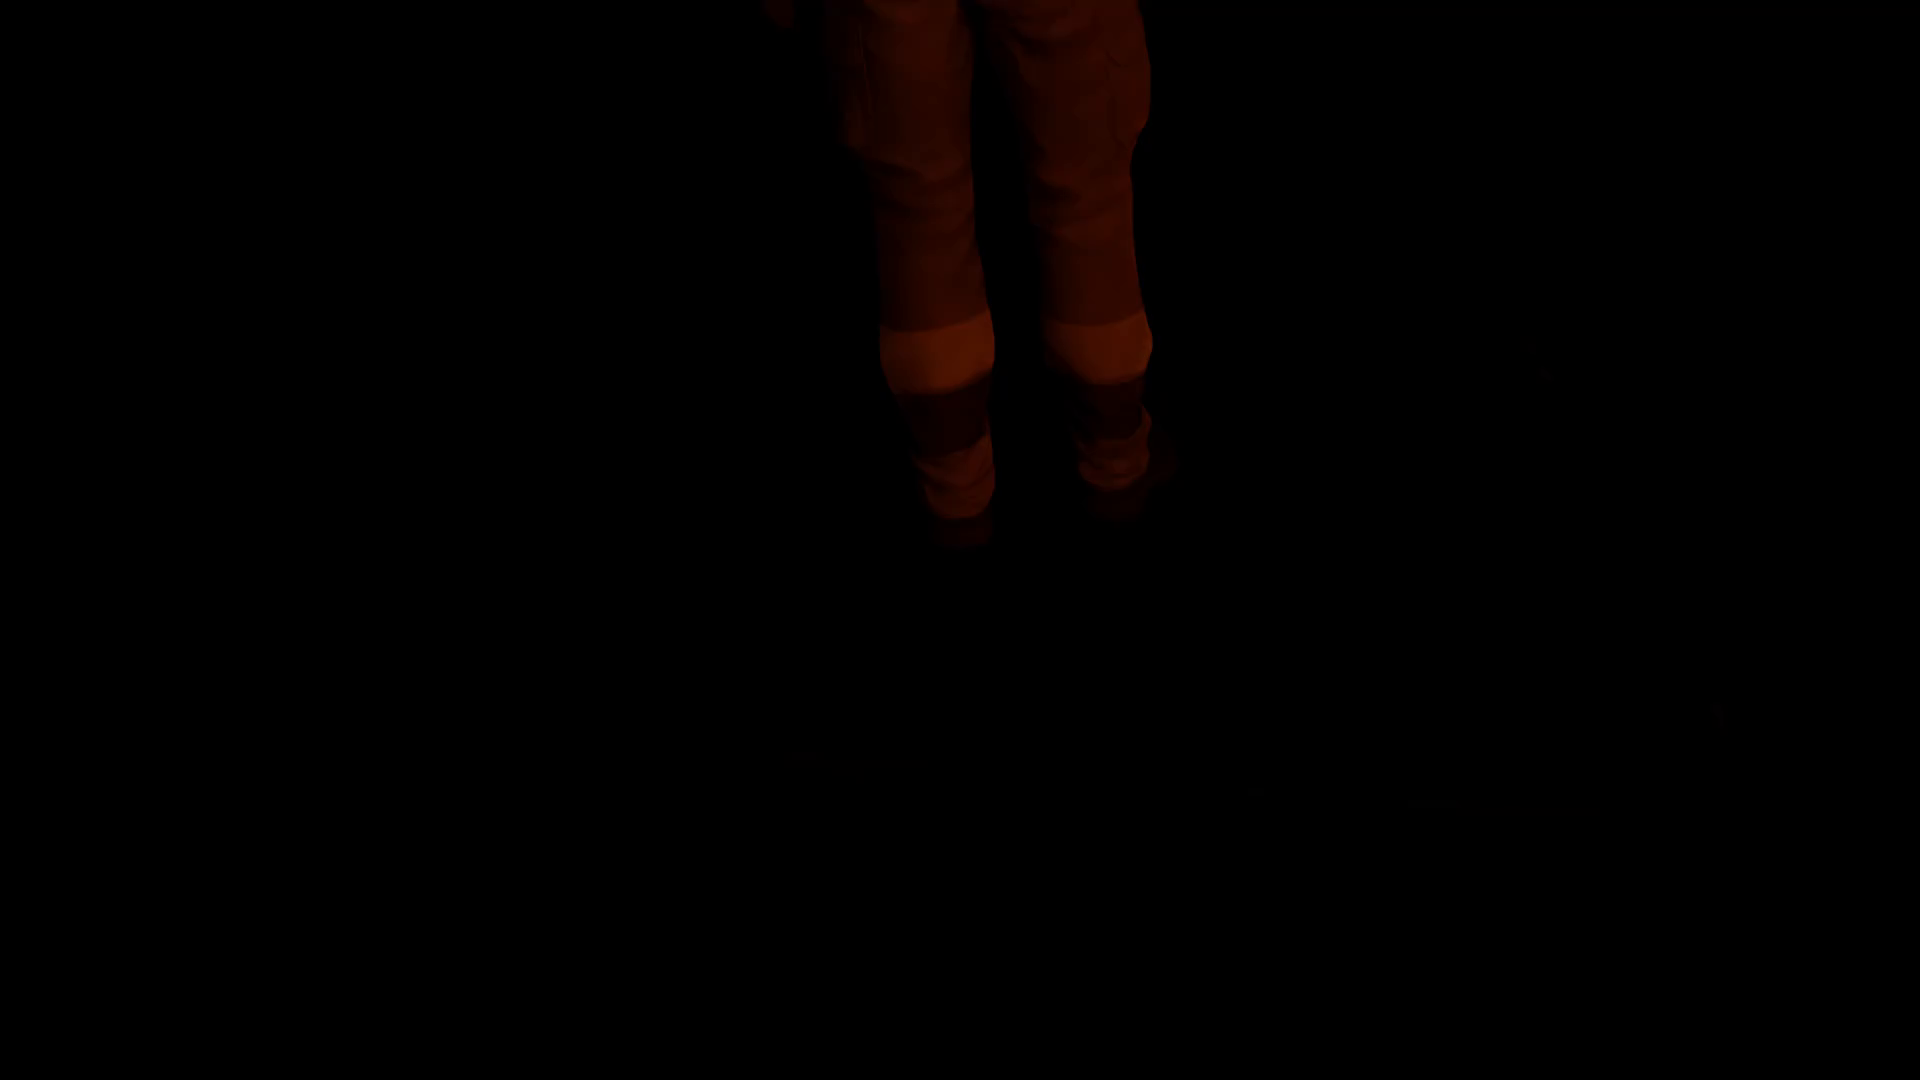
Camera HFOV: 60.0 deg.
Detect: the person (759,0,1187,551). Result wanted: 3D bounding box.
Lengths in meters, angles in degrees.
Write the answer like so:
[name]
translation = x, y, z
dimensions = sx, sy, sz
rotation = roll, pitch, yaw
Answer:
[person]
translation = 0.022, -0.840, 2.170
dimensions = 0.637, 1.783, 0.559
rotation = 3, 27, 7
